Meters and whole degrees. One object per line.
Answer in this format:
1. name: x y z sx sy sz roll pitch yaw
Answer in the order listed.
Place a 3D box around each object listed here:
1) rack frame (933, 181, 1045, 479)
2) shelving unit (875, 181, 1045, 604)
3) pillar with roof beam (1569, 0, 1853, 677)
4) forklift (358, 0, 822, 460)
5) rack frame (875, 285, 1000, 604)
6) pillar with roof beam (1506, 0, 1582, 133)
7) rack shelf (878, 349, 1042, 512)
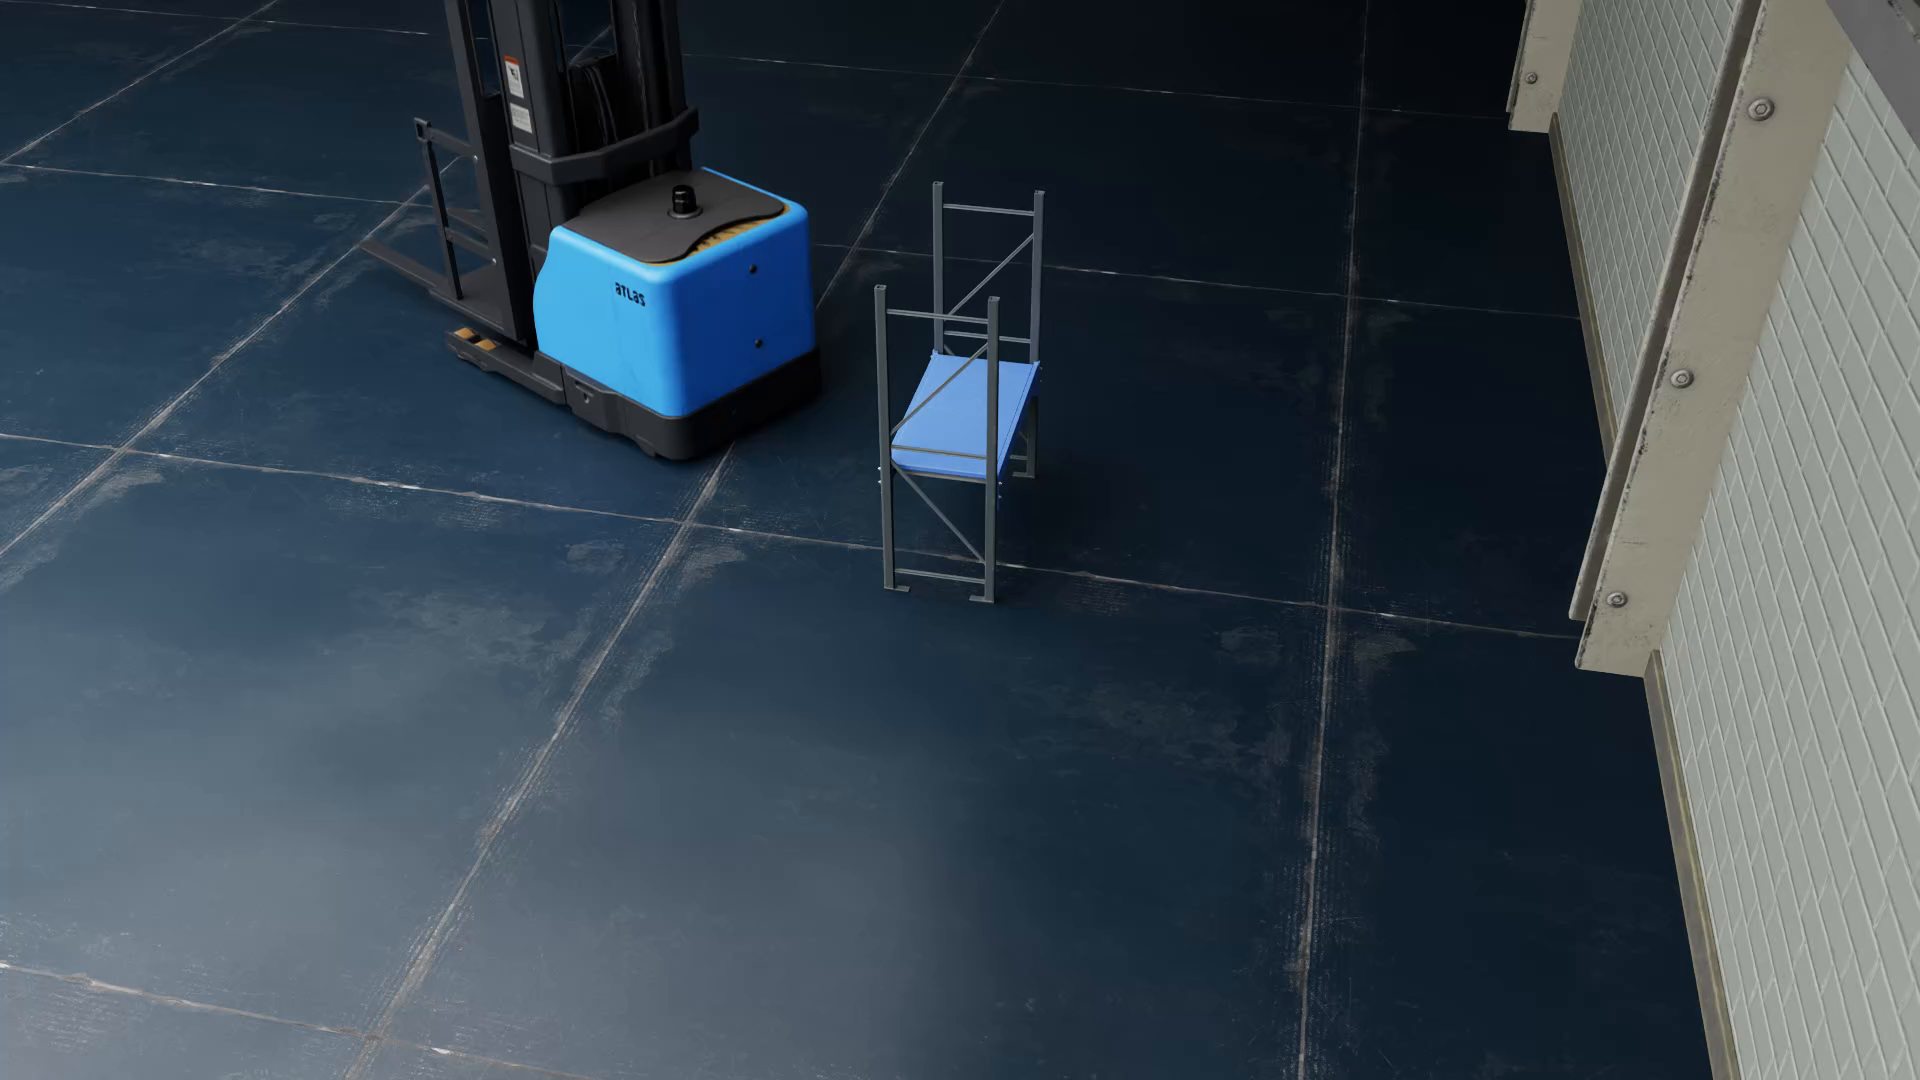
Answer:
1. rack frame: 0.127 -0.948 7.779 0.500 1.500 0.032 7 37 10
2. shelving unit: 0.018 -0.656 7.377 0.538 1.500 1.048 7 37 10
3. pillar with roof beam: -1.418 -3.737 5.239 9.100 9.000 0.400 7 37 10
4. forklift: -2.174 -2.310 8.440 3.031 2.935 1.130 27 44 32
5. rack frame: -0.090 -0.365 6.975 0.500 1.500 0.032 7 37 10
6. pillar with roof beam: -0.137 -7.177 9.985 9.100 9.000 0.400 7 37 10
7. rack shelf: 0.018 -0.511 7.483 0.538 0.185 1.000 7 37 10
